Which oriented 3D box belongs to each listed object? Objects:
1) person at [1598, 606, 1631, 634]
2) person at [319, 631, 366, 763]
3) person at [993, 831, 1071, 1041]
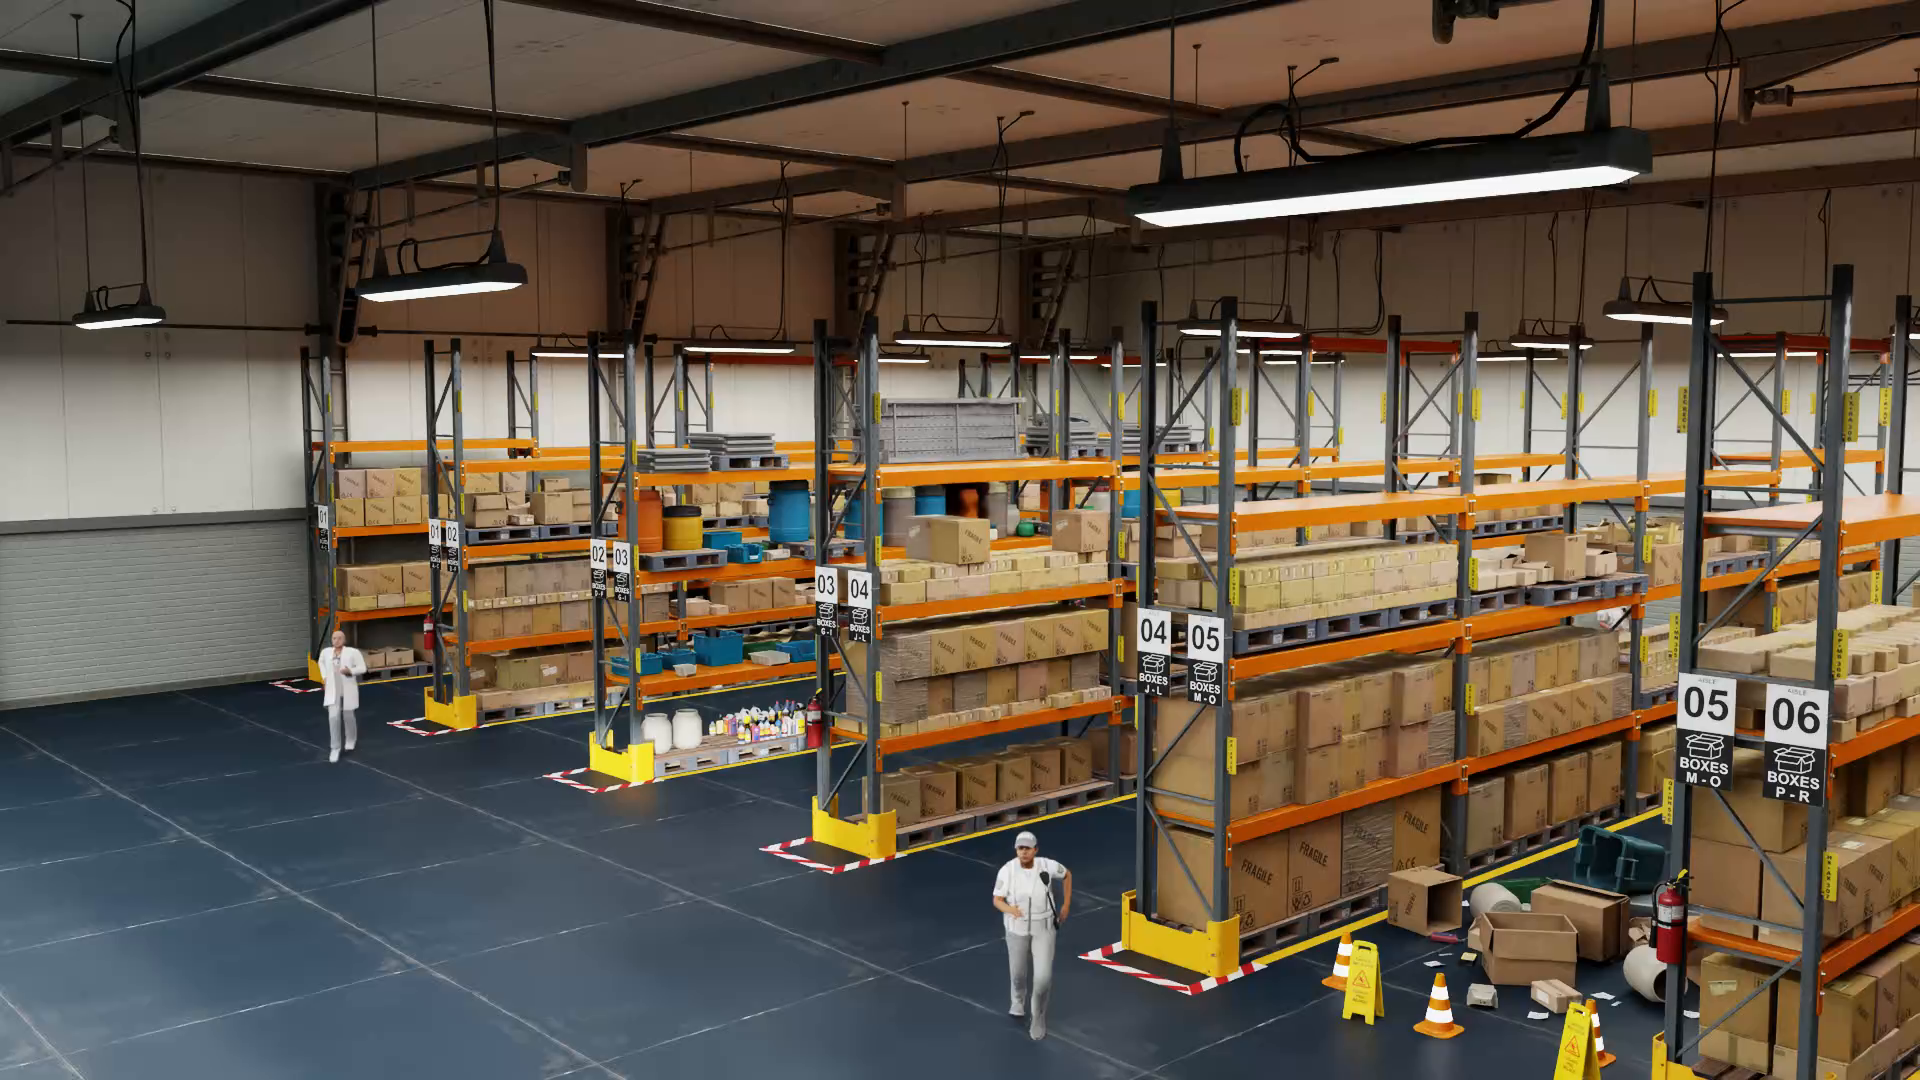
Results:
[{"bbox_3d":[11.619,1.701,29.407,0.668,1.730,0.657,0,5,4],"label":"person"},{"bbox_3d":[-8.777,2.180,23.625,0.693,1.814,0.871,-1,5,-10],"label":"person"},{"bbox_3d":[0.580,3.164,13.415,0.612,1.682,0.847,1,5,7],"label":"person"}]
